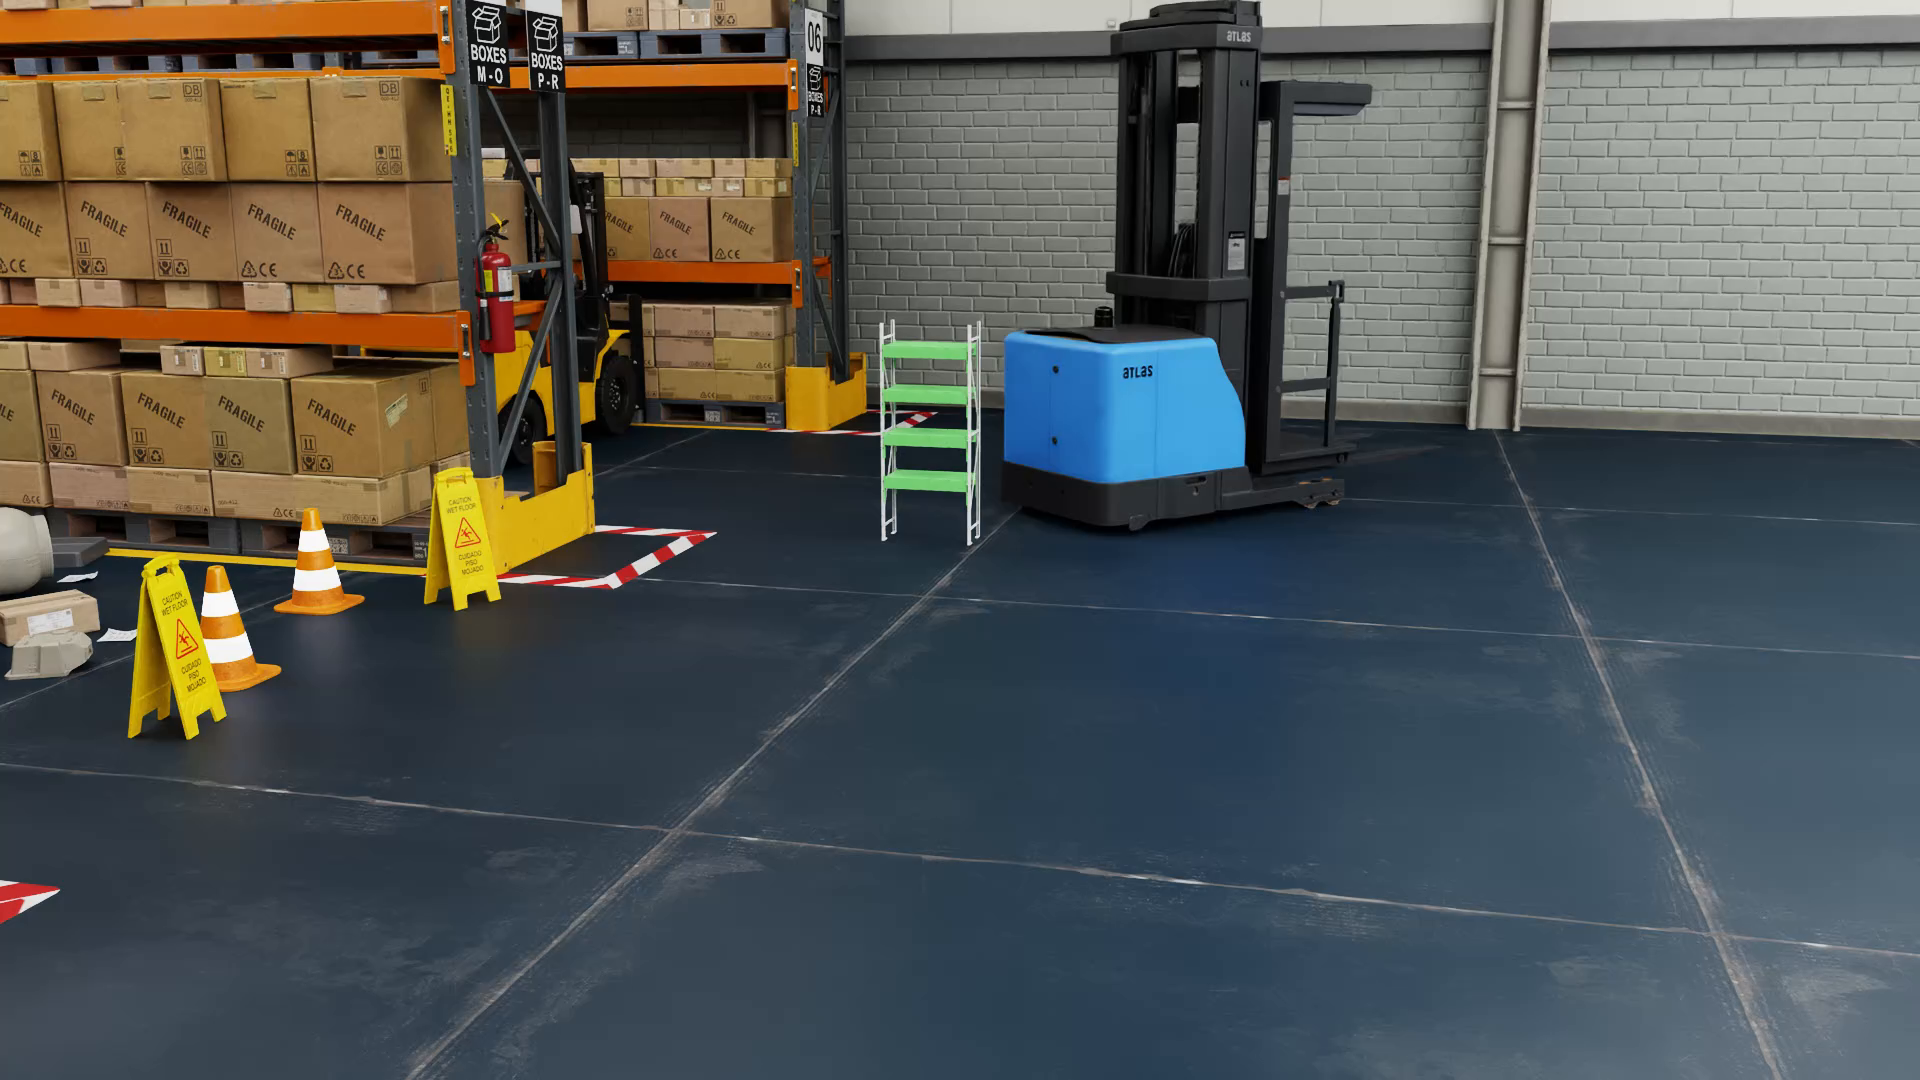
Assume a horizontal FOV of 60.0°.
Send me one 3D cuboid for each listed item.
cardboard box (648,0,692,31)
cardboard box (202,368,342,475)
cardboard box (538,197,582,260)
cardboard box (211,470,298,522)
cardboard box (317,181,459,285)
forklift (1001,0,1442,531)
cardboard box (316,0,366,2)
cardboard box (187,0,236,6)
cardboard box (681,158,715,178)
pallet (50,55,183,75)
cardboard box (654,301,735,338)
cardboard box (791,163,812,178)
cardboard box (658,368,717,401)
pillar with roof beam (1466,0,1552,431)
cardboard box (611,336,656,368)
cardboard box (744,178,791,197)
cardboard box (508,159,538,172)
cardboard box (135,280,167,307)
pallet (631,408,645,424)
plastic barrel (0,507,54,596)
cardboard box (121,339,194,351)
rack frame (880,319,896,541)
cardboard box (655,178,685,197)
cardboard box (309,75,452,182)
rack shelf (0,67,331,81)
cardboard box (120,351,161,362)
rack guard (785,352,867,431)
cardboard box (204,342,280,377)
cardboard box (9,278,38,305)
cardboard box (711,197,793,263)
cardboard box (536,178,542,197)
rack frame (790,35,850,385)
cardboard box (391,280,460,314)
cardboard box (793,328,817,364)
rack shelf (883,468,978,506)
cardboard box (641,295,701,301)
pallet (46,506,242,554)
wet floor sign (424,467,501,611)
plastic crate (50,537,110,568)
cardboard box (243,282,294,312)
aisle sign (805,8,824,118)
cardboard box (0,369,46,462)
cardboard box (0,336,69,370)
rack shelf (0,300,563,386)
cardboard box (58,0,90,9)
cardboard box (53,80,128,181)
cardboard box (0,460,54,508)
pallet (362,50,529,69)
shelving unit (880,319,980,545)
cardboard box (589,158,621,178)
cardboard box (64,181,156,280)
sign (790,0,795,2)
[{"bbox_3d":[-2.233,-4.095,12.949,0.258,0.266,0.396,3,13,14],"label":"cardboard box"},{"bbox_3d":[-3.643,-0.648,8.875,0.500,0.500,0.500,4,13,16],"label":"cardboard box"},{"bbox_3d":[-3.140,-2.548,13.563,0.500,0.500,0.500,3,13,14],"label":"cardboard box"},{"bbox_3d":[-3.645,-0.282,8.960,0.500,0.250,0.500,3,13,14],"label":"cardboard box"},{"bbox_3d":[-2.888,-1.570,8.468,0.500,0.500,0.500,3,13,13],"label":"cardboard box"},{"bbox_3d":[1.753,-1.706,10.156,3.031,2.935,1.130,-8,15,-33],"label":"forklift"},{"bbox_3d":[-2.958,-2.713,8.193,0.250,0.149,0.380,3,13,14],"label":"cardboard box"},{"bbox_3d":[-3.691,-2.764,8.423,0.250,0.149,0.380,3,13,13],"label":"cardboard box"},{"bbox_3d":[-2.015,-2.949,13.185,0.250,0.149,0.380,3,13,15],"label":"cardboard box"},{"bbox_3d":[-7.109,-4.163,14.585,1.213,0.211,1.003,4,13,16],"label":"pallet"},{"bbox_3d":[-2.128,-1.784,13.421,0.500,0.250,0.500,3,13,15],"label":"cardboard box"},{"bbox_3d":[-1.384,-3.023,13.518,0.250,0.149,0.380,3,13,12],"label":"cardboard box"},{"bbox_3d":[-2.122,-1.298,13.539,0.500,0.250,0.500,3,13,14],"label":"cardboard box"},{"bbox_3d":[3.225,-4.388,8.234,0.400,9.000,9.100,3,13,14],"label":"pillar with roof beam"},{"bbox_3d":[-2.647,-1.567,13.595,0.500,0.250,0.500,3,13,12],"label":"cardboard box"},{"bbox_3d":[-1.513,-2.774,13.085,0.250,0.149,0.380,3,13,14],"label":"cardboard box"},{"bbox_3d":[-3.485,-3.039,13.591,0.250,0.149,0.380,3,13,13],"label":"cardboard box"},{"bbox_3d":[-4.189,-1.341,8.933,0.250,0.149,0.380,3,13,14],"label":"cardboard box"},{"bbox_3d":[-3.042,-1.183,14.079,1.213,0.211,1.003,3,13,14],"label":"pallet"},{"bbox_3d":[-4.663,0.063,7.972,0.512,0.421,0.421,-9,15,-35],"label":"plastic barrel"},{"bbox_3d":[-6.984,-1.808,14.972,0.625,0.625,0.875,3,13,11],"label":"cardboard box"},{"bbox_3d":[-0.398,-0.607,9.200,0.015,1.200,0.240,3,13,14],"label":"rack frame"},{"bbox_3d":[-2.243,-2.823,13.304,0.250,0.149,0.380,3,13,13],"label":"cardboard box"},{"bbox_3d":[-2.843,-2.069,8.406,0.500,0.500,0.700,3,13,12],"label":"cardboard box"},{"bbox_3d":[-6.934,-3.874,14.507,4.000,0.370,1.077,3,13,14],"label":"rack shelf"},{"bbox_3d":[-4.550,-0.816,9.632,0.500,0.500,0.500,4,13,17],"label":"cardboard box"},{"bbox_3d":[-1.086,-1.228,13.616,0.348,0.500,1.175,3,13,14],"label":"rack guard"},{"bbox_3d":[-3.751,-0.957,8.770,0.250,0.149,0.380,3,13,14],"label":"cardboard box"},{"bbox_3d":[-4.928,-1.370,9.064,0.250,0.149,0.380,3,13,13],"label":"cardboard box"},{"bbox_3d":[-1.650,-2.469,13.206,0.500,0.500,0.500,3,13,12],"label":"cardboard box"},{"bbox_3d":[-3.250,-2.867,13.501,0.250,0.149,0.380,3,13,12],"label":"cardboard box"},{"bbox_3d":[-1.109,-2.450,13.351,0.127,3.000,1.000,3,13,14],"label":"rack frame"},{"bbox_3d":[-2.709,-1.258,8.557,0.250,0.149,0.380,4,13,15],"label":"cardboard box"},{"bbox_3d":[-1.516,-1.625,13.856,0.500,0.250,0.500,3,13,15],"label":"cardboard box"},{"bbox_3d":[-0.161,-0.298,9.208,0.480,0.148,0.258,3,13,14],"label":"rack shelf"},{"bbox_3d":[-2.499,-1.919,14.027,0.500,0.250,0.500,3,13,13],"label":"cardboard box"},{"bbox_3d":[-4.330,-0.162,9.476,1.213,0.211,1.003,3,13,14],"label":"pallet"},{"bbox_3d":[-2.367,-0.022,7.841,0.232,0.644,0.267,8,15,33],"label":"wet floor sign"},{"bbox_3d":[-4.851,0.066,8.753,0.583,0.080,0.402,-1,13,-6],"label":"plastic crate"},{"bbox_3d":[-3.483,-1.272,8.623,0.250,0.149,0.380,3,13,15],"label":"cardboard box"},{"bbox_3d":[-1.116,-3.654,12.775,0.004,0.787,0.394,3,13,14],"label":"aisle sign"},{"bbox_3d":[-5.148,-0.730,9.244,0.500,0.500,0.500,4,13,16],"label":"cardboard box"},{"bbox_3d":[-5.064,-1.026,9.083,0.250,0.149,0.380,4,13,16],"label":"cardboard box"},{"bbox_3d":[-4.237,-1.158,9.191,4.000,0.370,1.077,3,13,14],"label":"rack shelf"},{"bbox_3d":[-4.435,-2.807,8.615,0.250,0.149,0.380,3,13,14],"label":"cardboard box"},{"bbox_3d":[-4.303,-2.156,8.802,0.500,0.500,0.700,3,13,13],"label":"cardboard box"},{"bbox_3d":[-5.149,-0.363,9.325,0.500,0.250,0.500,4,13,17],"label":"cardboard box"},{"bbox_3d":[-4.158,-4.040,13.796,1.213,0.211,1.003,3,13,14],"label":"pallet"},{"bbox_3d":[-0.161,-0.594,9.142,0.503,1.200,0.258,3,13,14],"label":"shelving unit"},{"bbox_3d":[-2.771,-2.980,13.325,0.250,0.149,0.380,3,13,15],"label":"cardboard box"},{"bbox_3d":[-4.345,-1.654,8.846,0.500,0.500,0.500,3,13,14],"label":"cardboard box"},{"bbox_3d":[-1.253,-4.194,12.427,0.005,0.325,0.100,3,13,14],"label":"sign"}]
